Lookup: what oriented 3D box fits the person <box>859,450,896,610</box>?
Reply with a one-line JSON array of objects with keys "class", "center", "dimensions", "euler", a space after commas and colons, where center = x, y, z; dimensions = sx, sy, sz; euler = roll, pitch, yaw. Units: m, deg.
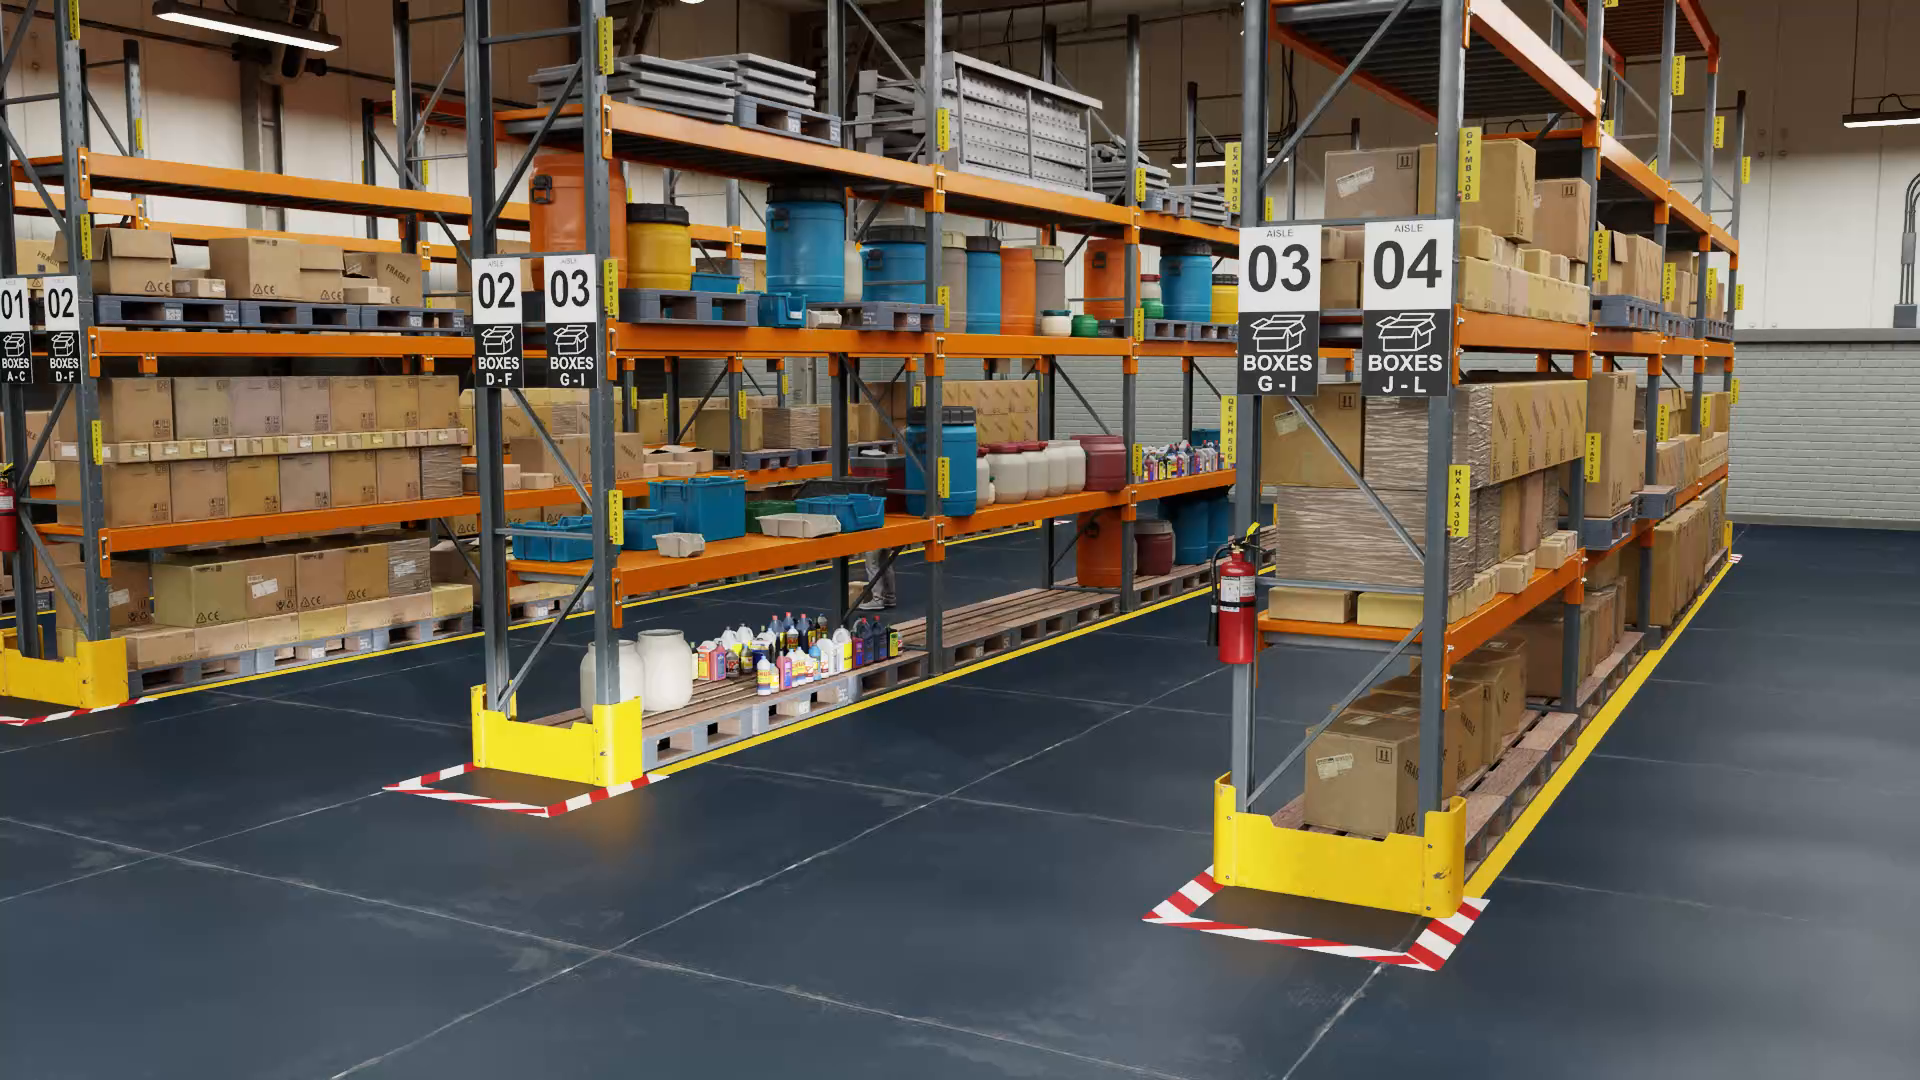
[{"class": "person", "center": [-0.847, -0.109, 17.384], "dimensions": [0.374, 1.663, 0.526], "euler": [3, 7, 28]}]
